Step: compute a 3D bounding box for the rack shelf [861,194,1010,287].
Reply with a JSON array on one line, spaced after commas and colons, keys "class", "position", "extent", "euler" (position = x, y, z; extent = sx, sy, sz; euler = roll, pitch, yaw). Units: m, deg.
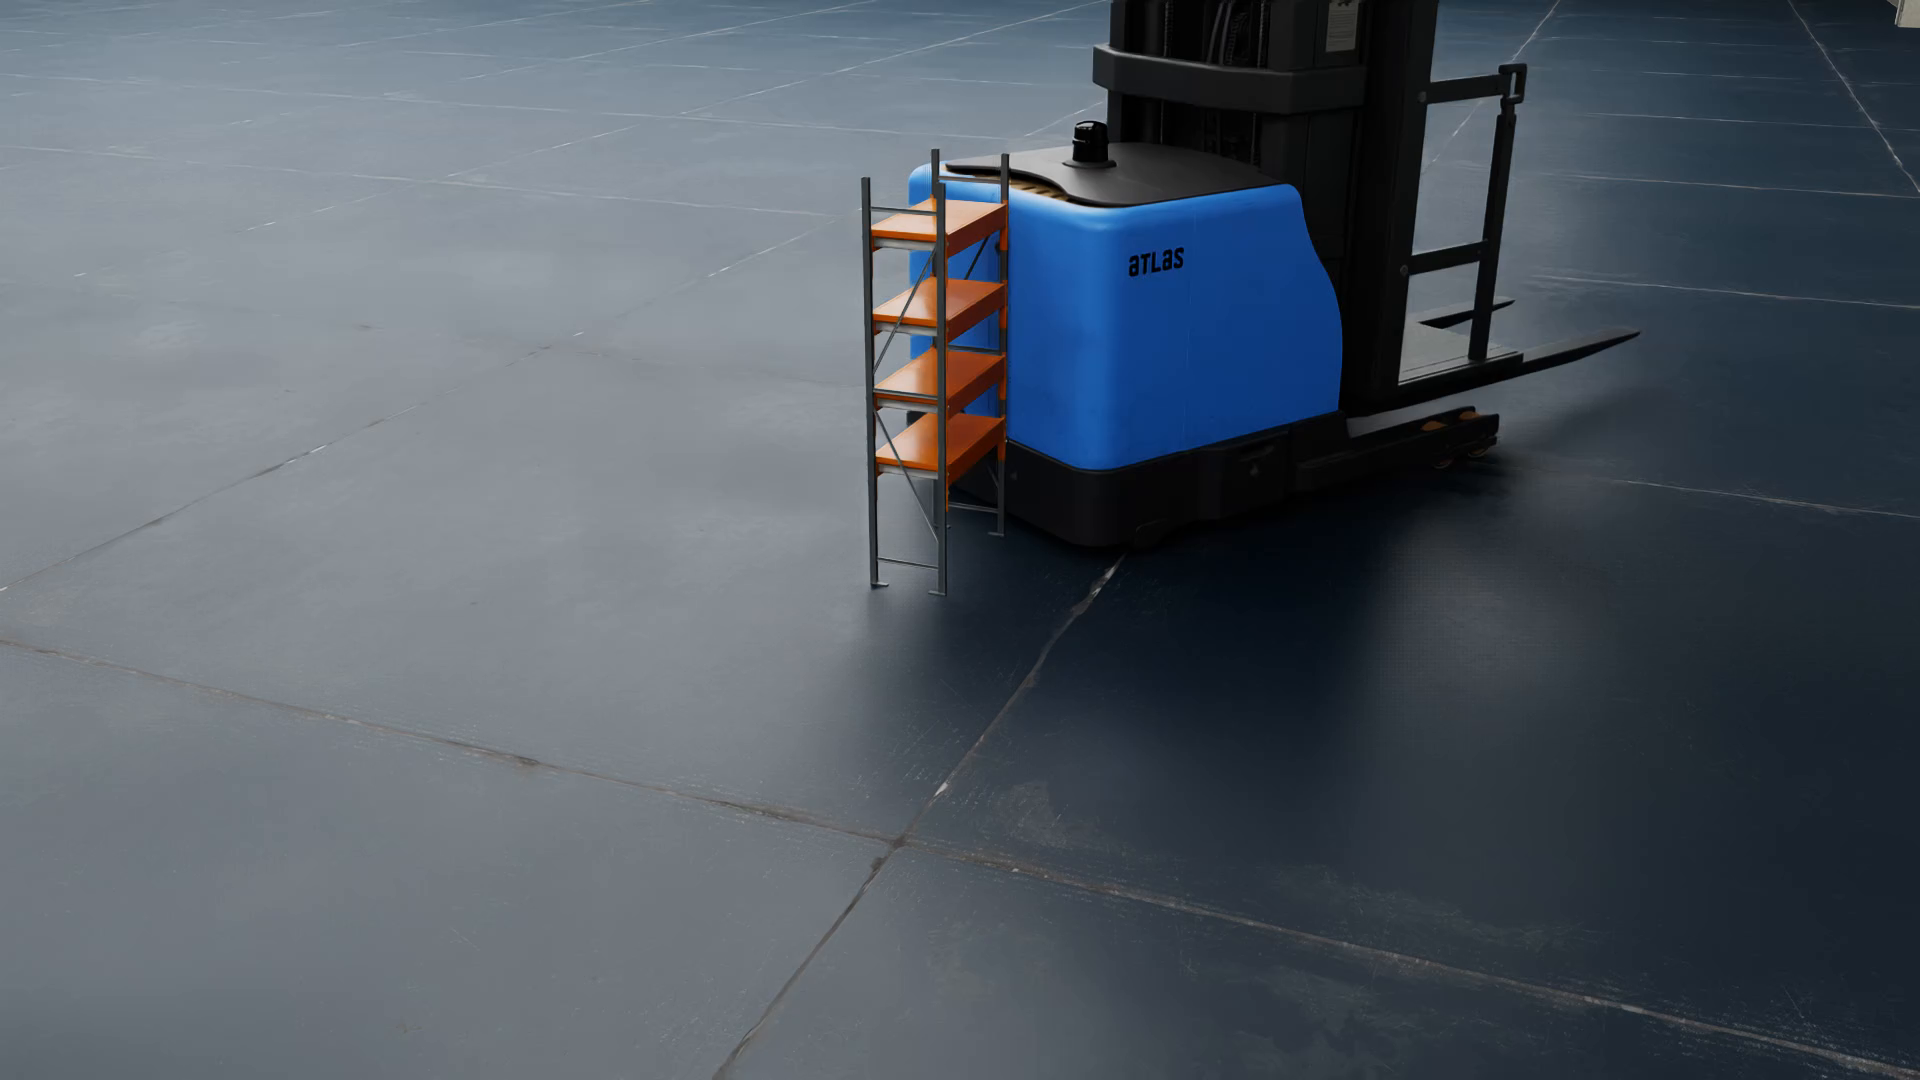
[{"class": "rack shelf", "position": [-0.062, -0.857, 4.725], "extent": [0.258, 0.148, 0.480], "euler": [9, 24, 20]}]

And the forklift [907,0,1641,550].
[{"class": "forklift", "position": [1.313, -1.752, 5.642], "extent": [3.031, 2.935, 1.130], "euler": [-15, 27, -32]}]

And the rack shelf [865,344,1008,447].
[{"class": "rack shelf", "position": [-0.061, -0.432, 4.903], "extent": [0.258, 0.148, 0.480], "euler": [9, 24, 20]}]

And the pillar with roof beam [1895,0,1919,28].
[{"class": "pillar with roof beam", "position": [7.554, -11.017, 19.949], "extent": [9.100, 9.000, 0.400], "euler": [9, 24, 20]}]

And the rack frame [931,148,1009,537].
[{"class": "rack frame", "position": [0.029, -0.582, 5.086], "extent": [0.240, 1.200, 0.015], "euler": [9, 24, 20]}]

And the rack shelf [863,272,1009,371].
[{"class": "rack shelf", "position": [-0.062, -0.639, 4.817], "extent": [0.258, 0.148, 0.480], "euler": [9, 24, 20]}]

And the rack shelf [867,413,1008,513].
[{"class": "rack shelf", "position": [-0.061, -0.249, 4.979], "extent": [0.258, 0.148, 0.480], "euler": [9, 24, 20]}]

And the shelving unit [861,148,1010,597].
[{"class": "shelving unit", "position": [-0.062, -0.494, 4.877], "extent": [0.258, 1.200, 0.503], "euler": [9, 24, 20]}]

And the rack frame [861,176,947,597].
[{"class": "rack frame", "position": [-0.152, -0.407, 4.668], "extent": [0.240, 1.200, 0.015], "euler": [9, 24, 20]}]
